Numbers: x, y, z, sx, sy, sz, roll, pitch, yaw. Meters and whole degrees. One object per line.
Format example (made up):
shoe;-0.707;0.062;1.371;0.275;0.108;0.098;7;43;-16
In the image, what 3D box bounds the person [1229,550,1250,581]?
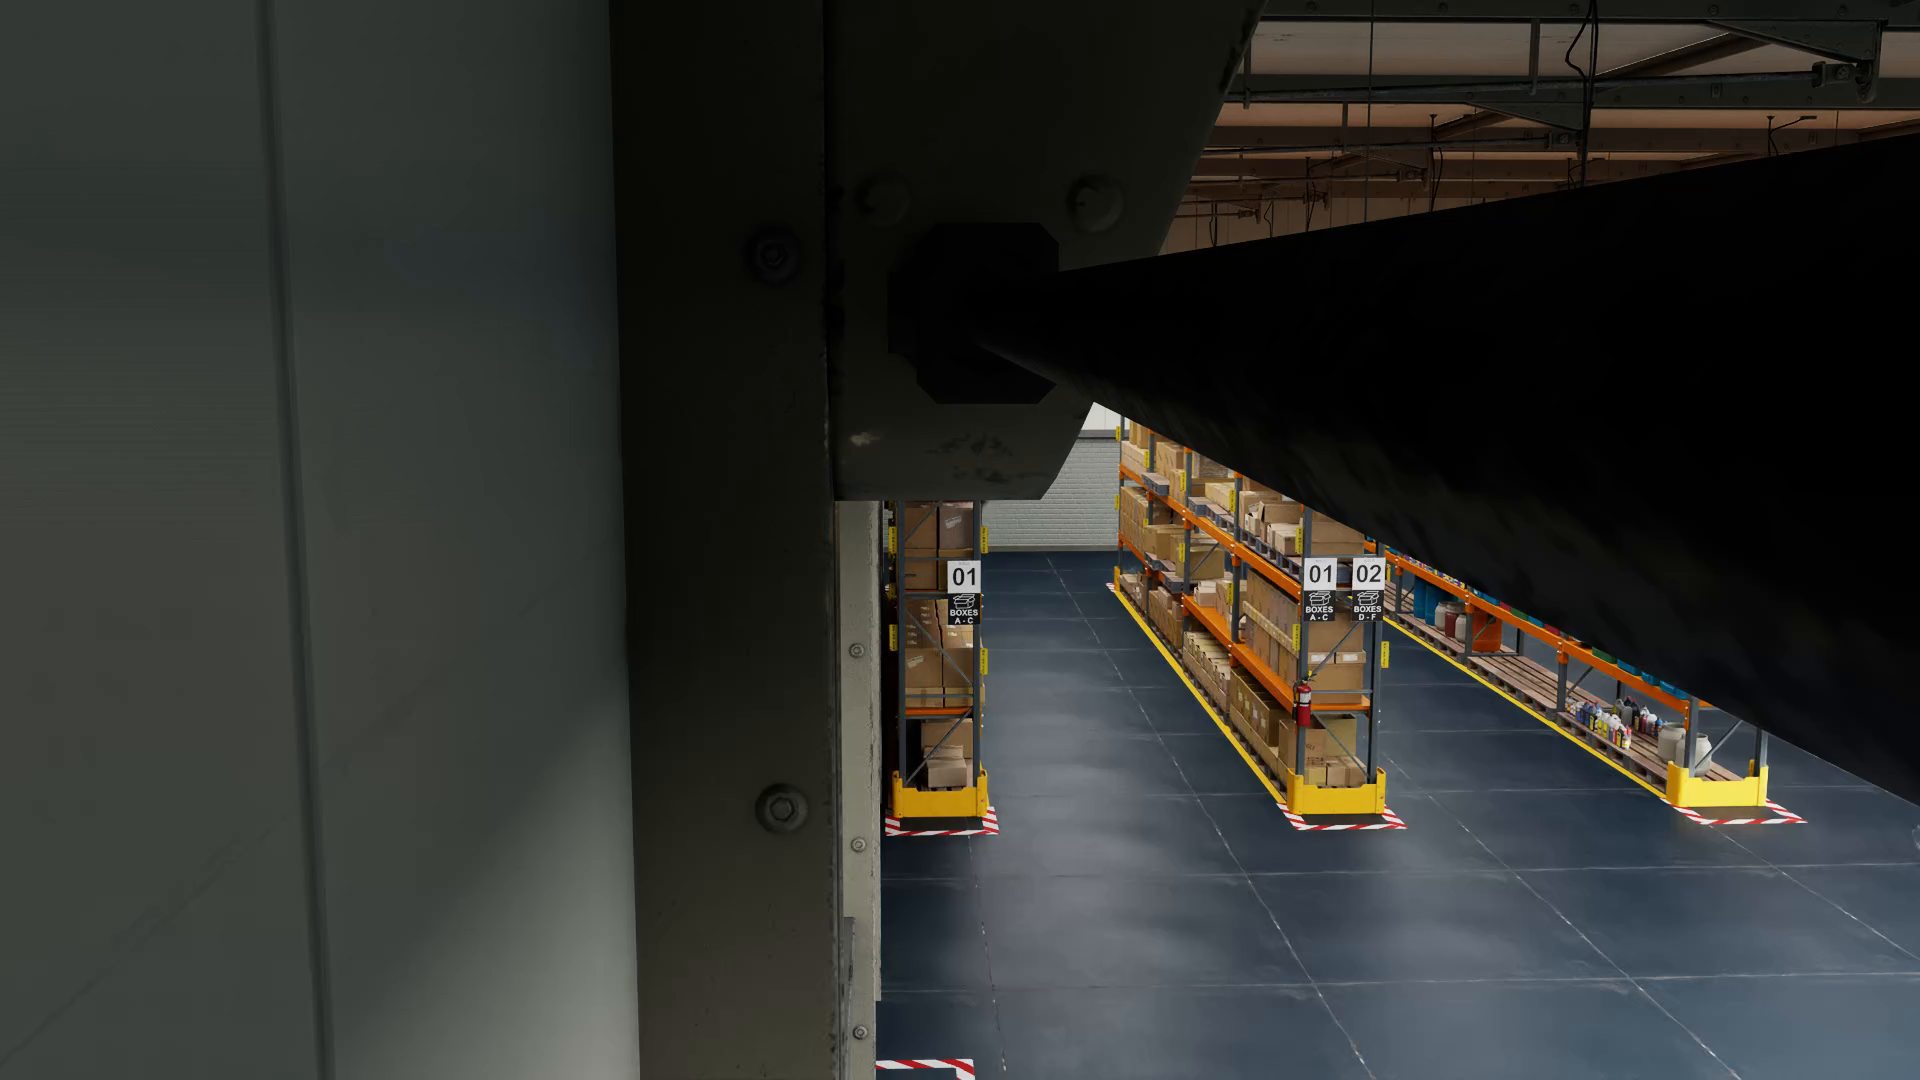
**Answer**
person;5.964;0.495;35.228;0.541;1.565;0.524;-2;8;-11
